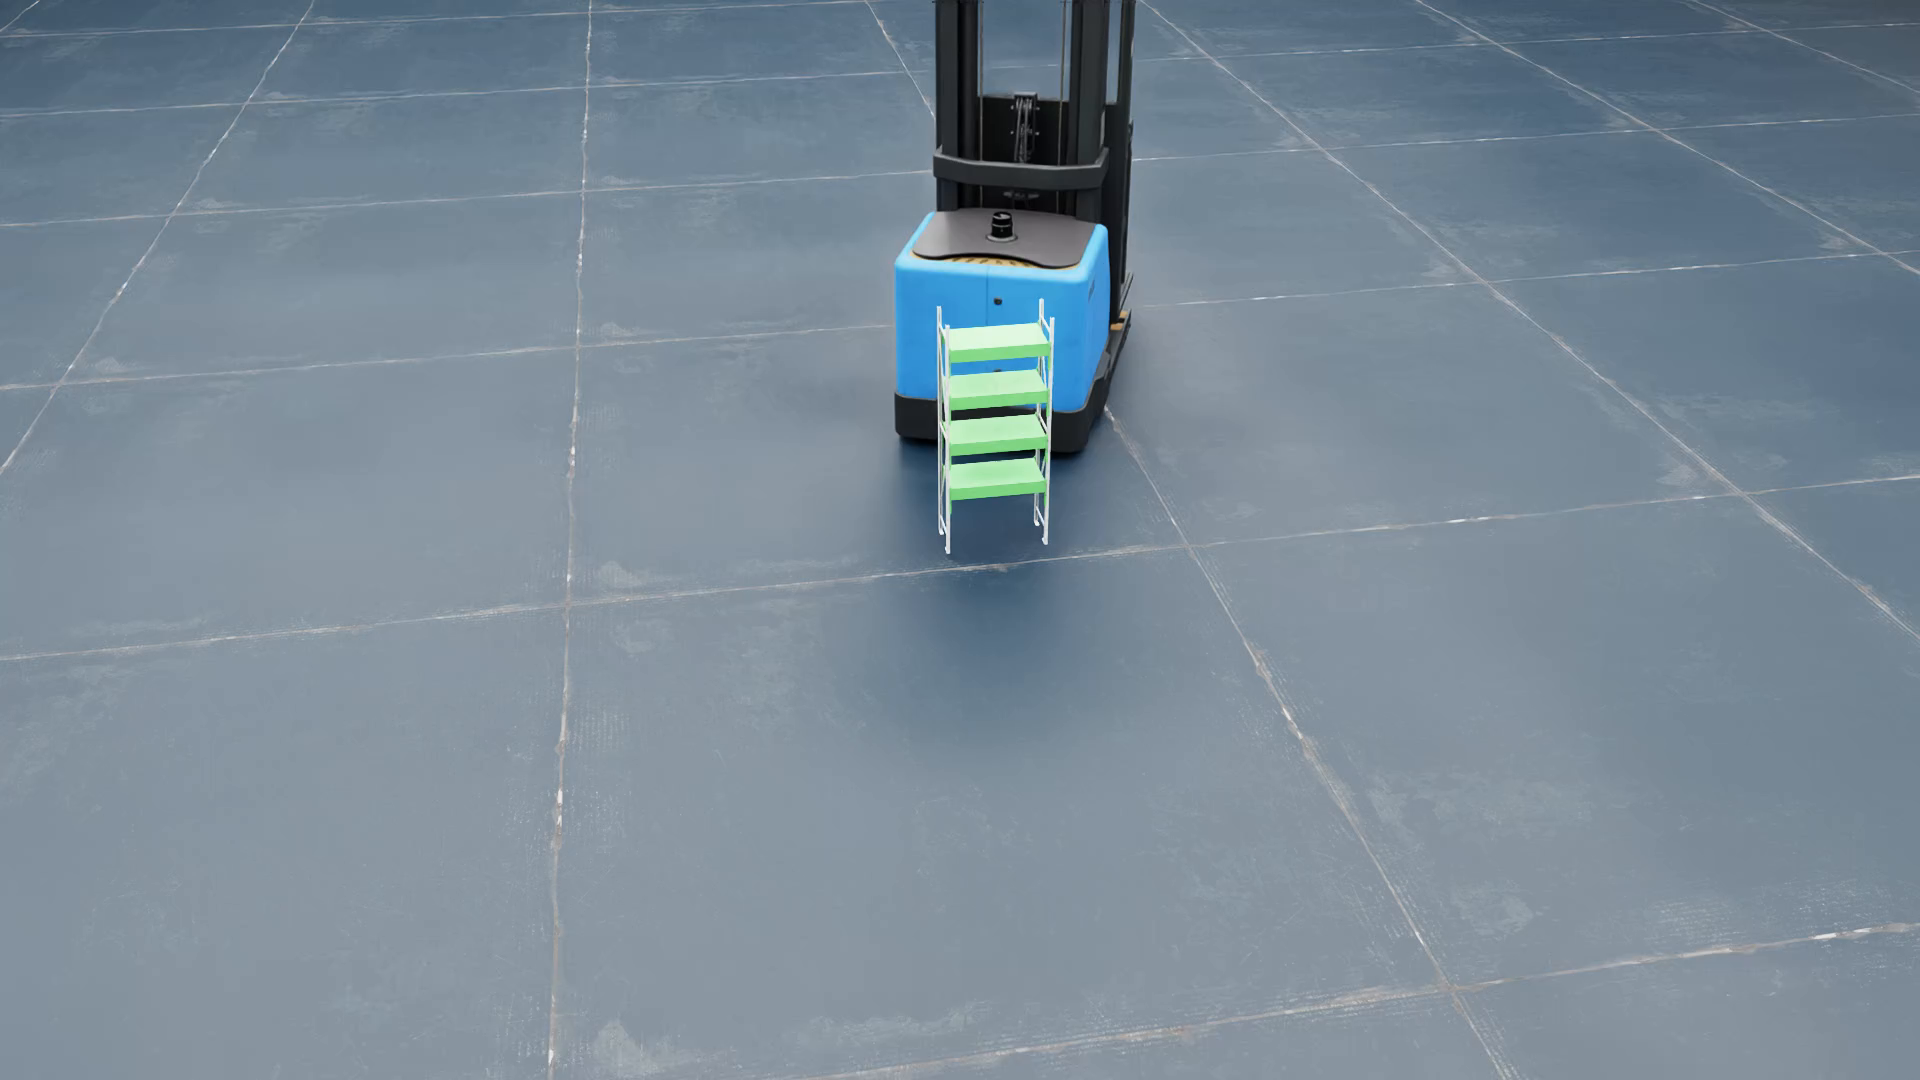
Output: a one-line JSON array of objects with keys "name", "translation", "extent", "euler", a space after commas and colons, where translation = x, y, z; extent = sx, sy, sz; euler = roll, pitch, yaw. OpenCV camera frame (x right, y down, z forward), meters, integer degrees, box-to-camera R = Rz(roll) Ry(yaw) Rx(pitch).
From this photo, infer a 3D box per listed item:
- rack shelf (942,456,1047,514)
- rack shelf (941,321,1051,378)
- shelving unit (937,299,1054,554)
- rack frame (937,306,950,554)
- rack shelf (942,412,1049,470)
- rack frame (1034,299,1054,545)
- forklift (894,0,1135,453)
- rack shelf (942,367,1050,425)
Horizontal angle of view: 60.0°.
[{"name": "rack shelf", "translation": [0.163, -0.270, 8.126], "extent": [0.480, 0.148, 0.258], "euler": [-5, 31, -9]}, {"name": "rack shelf", "translation": [0.163, -0.891, 7.761], "extent": [0.480, 0.148, 0.258], "euler": [-5, 31, -9]}, {"name": "shelving unit", "translation": [0.163, -0.532, 7.972], "extent": [0.503, 1.200, 0.258], "euler": [-5, 31, -9]}, {"name": "rack frame", "translation": [-0.077, -0.510, 7.934], "extent": [0.015, 1.200, 0.240], "euler": [-5, 31, -9]}, {"name": "rack shelf", "translation": [0.163, -0.477, 8.004], "extent": [0.480, 0.148, 0.258], "euler": [-5, 31, -9]}, {"name": "rack frame", "translation": [0.403, -0.555, 8.009], "extent": [0.015, 1.200, 0.240], "euler": [-5, 31, -9]}, {"name": "forklift", "translation": [0.457, -2.465, 9.550], "extent": [1.130, 2.935, 3.031], "euler": [6, 31, 11]}, {"name": "rack shelf", "translation": [0.163, -0.684, 7.882], "extent": [0.480, 0.148, 0.258], "euler": [-5, 31, -9]}]
